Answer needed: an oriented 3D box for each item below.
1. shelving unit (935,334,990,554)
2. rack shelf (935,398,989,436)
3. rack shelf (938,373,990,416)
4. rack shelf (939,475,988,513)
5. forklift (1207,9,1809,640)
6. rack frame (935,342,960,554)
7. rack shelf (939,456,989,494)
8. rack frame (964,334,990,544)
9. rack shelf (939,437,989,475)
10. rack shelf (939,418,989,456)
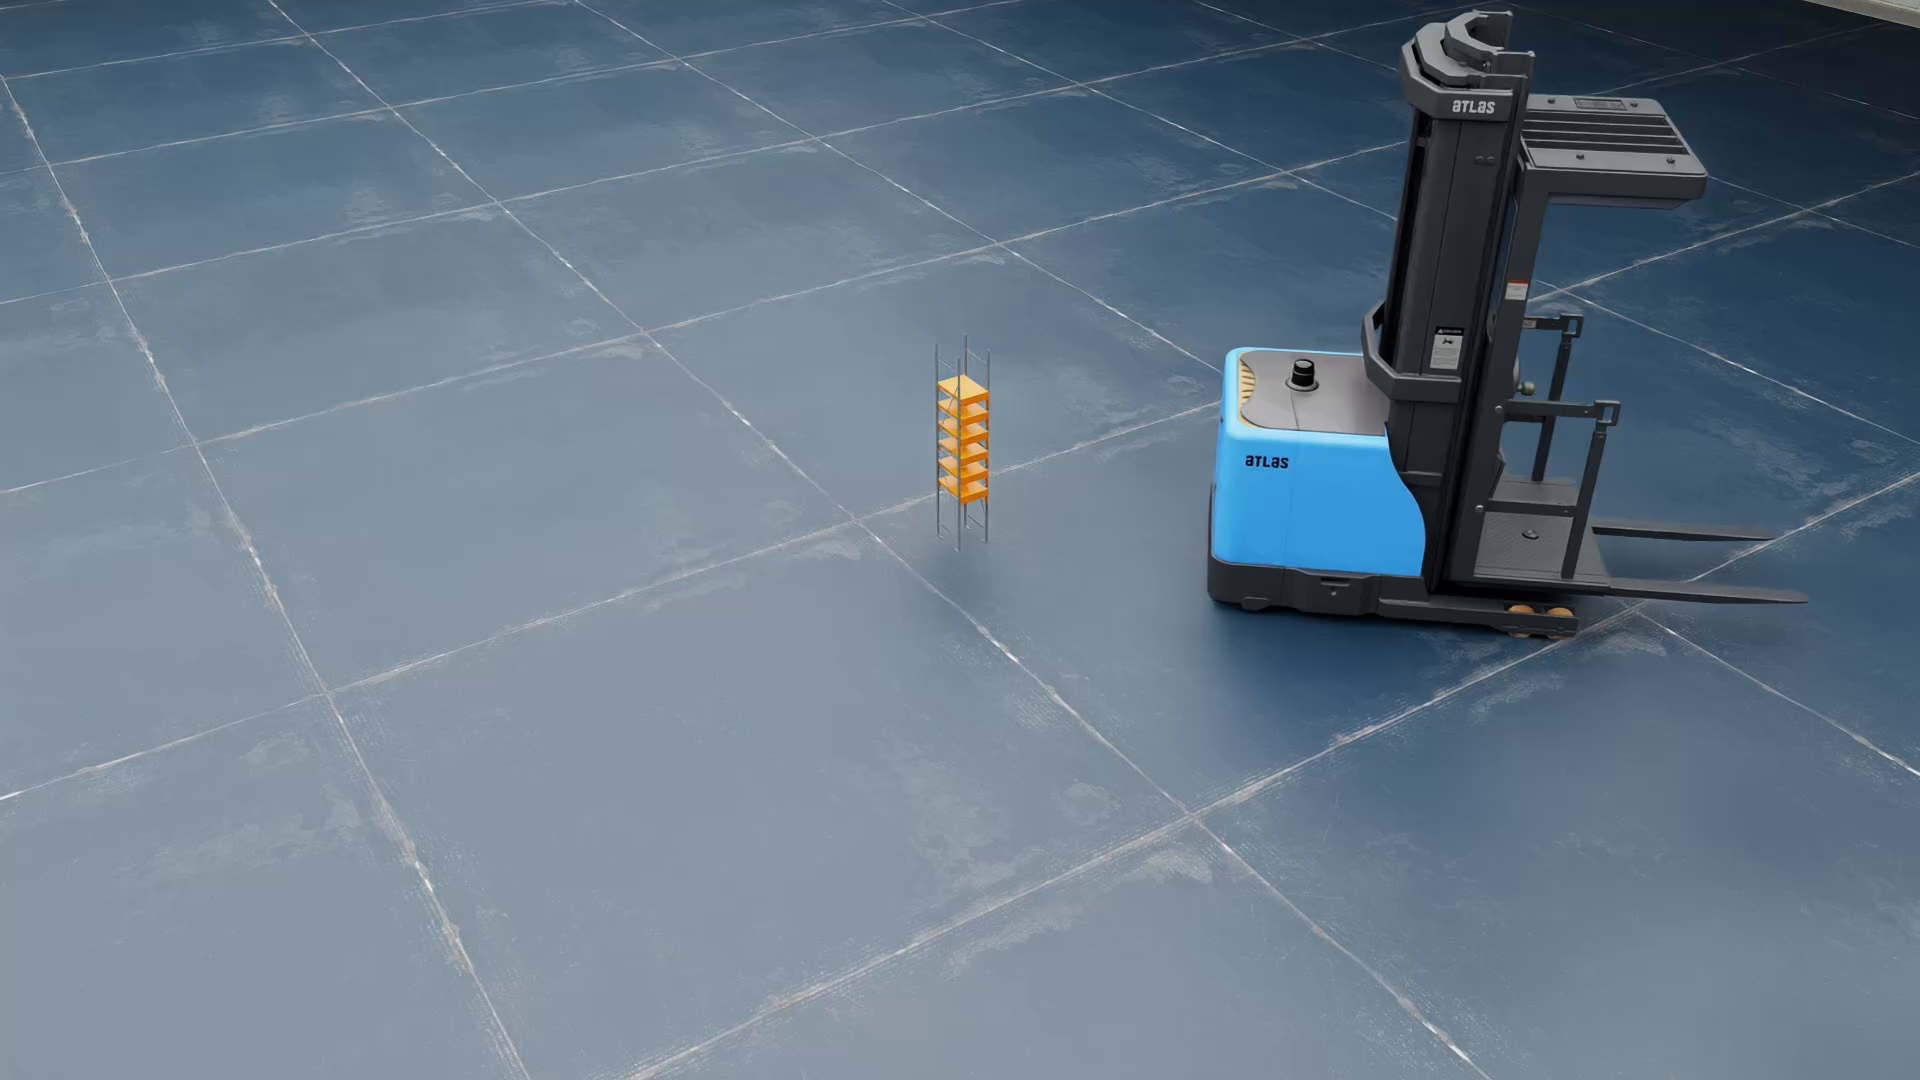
[{"bbox_3d":[0.012,-0.512,9.058,0.189,1.200,0.258,-19,37,-27],"label":"shelving unit"},{"bbox_3d":[0.012,-0.677,8.954,0.180,0.103,0.258,-19,37,-27],"label":"rack shelf"},{"bbox_3d":[0.012,-0.779,8.890,0.180,0.103,0.258,-19,37,-27],"label":"rack shelf"},{"bbox_3d":[0.012,-0.271,9.210,0.180,0.103,0.258,-19,37,-27],"label":"rack shelf"},{"bbox_3d":[2.870,-1.027,8.252,3.031,2.935,1.130,4,32,7],"label":"forklift"},{"bbox_3d":[-0.065,-0.485,9.016,0.006,1.200,0.240,-19,37,-27],"label":"rack frame"},{"bbox_3d":[0.012,-0.373,9.146,0.180,0.103,0.258,-19,37,-27],"label":"rack shelf"},{"bbox_3d":[0.089,-0.538,9.100,0.006,1.200,0.240,-19,37,-27],"label":"rack frame"},{"bbox_3d":[0.012,-0.474,9.082,0.180,0.103,0.258,-19,37,-27],"label":"rack shelf"},{"bbox_3d":[0.012,-0.576,9.018,0.180,0.103,0.258,-19,37,-27],"label":"rack shelf"}]
